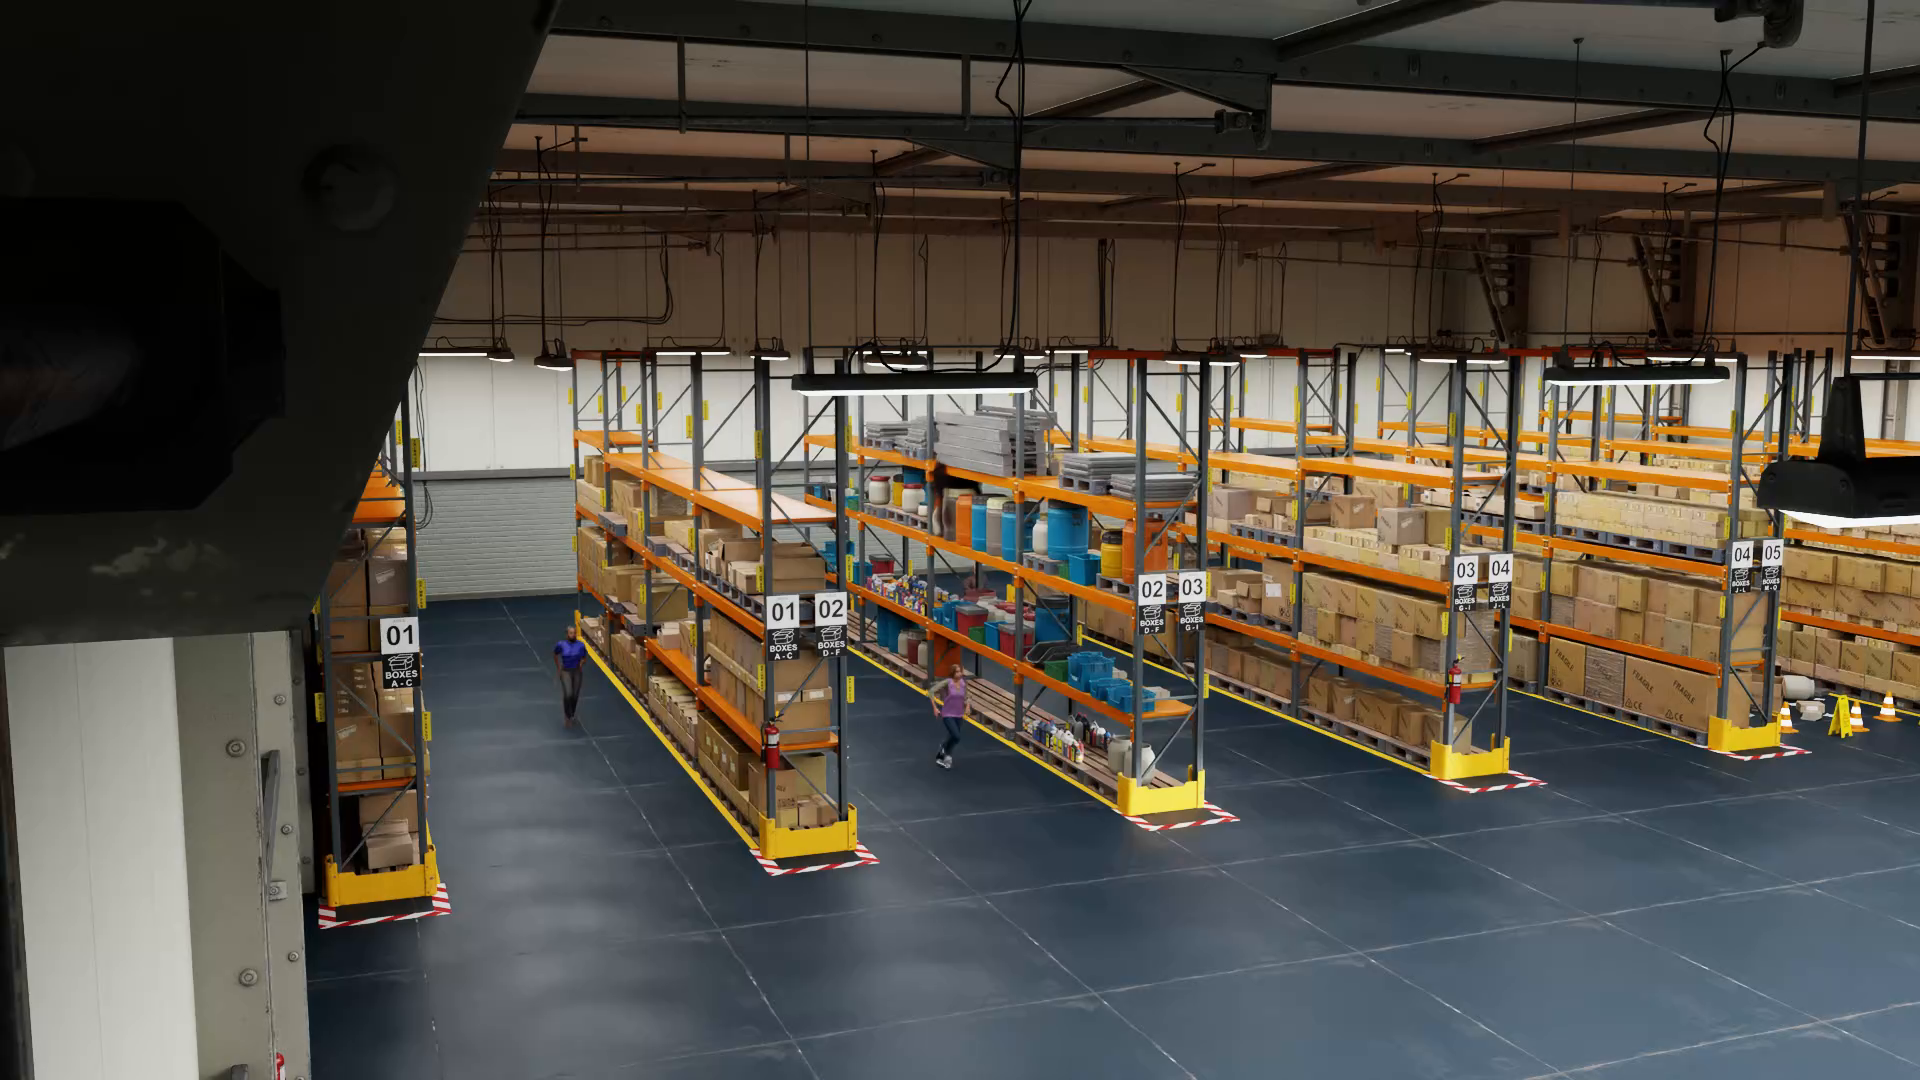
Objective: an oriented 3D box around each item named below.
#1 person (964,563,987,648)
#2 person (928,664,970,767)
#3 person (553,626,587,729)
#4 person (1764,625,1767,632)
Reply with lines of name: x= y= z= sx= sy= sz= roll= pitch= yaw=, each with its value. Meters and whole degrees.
person: x=0.339 y=1.361 z=32.984 sx=0.676 sy=1.837 sz=0.908 roll=-4 pitch=8 yaw=-30
person: x=-0.139 y=2.557 z=24.134 sx=0.623 sy=1.557 sz=0.599 roll=-5 pitch=9 yaw=-34
person: x=-6.275 y=2.200 z=26.862 sx=0.480 sy=1.670 sz=0.801 roll=-3 pitch=8 yaw=-25
person: x=16.272 y=1.460 z=33.530 sx=0.574 sy=1.431 sz=0.798 roll=-6 pitch=10 yaw=-42
